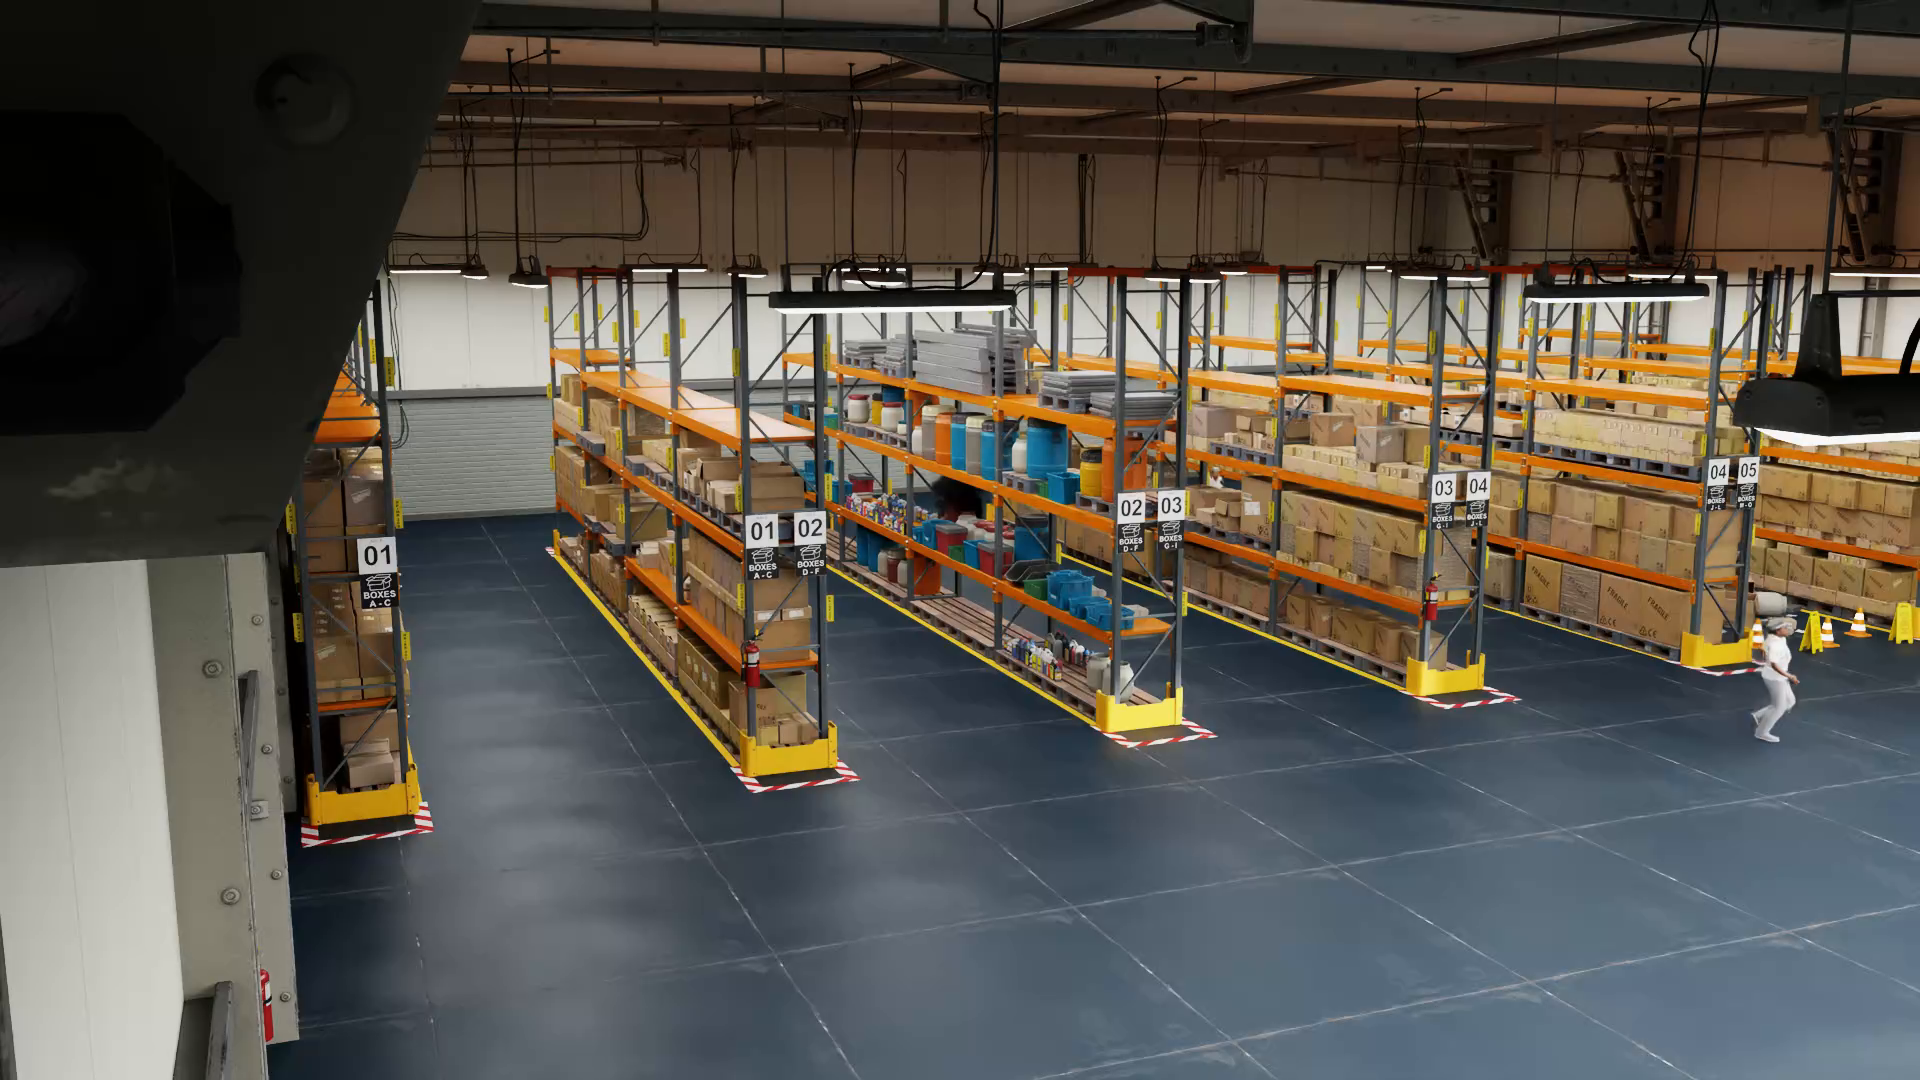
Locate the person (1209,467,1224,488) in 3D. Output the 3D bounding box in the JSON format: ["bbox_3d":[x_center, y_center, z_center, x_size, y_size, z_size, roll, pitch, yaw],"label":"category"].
[{"bbox_3d":[5.594,-0.820,36.554,0.637,1.618,0.755,-4,11,-23],"label":"person"}]

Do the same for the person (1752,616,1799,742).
[{"bbox_3d":[10.616,1.799,21.609,0.502,1.661,0.585,4,11,20],"label":"person"}]
